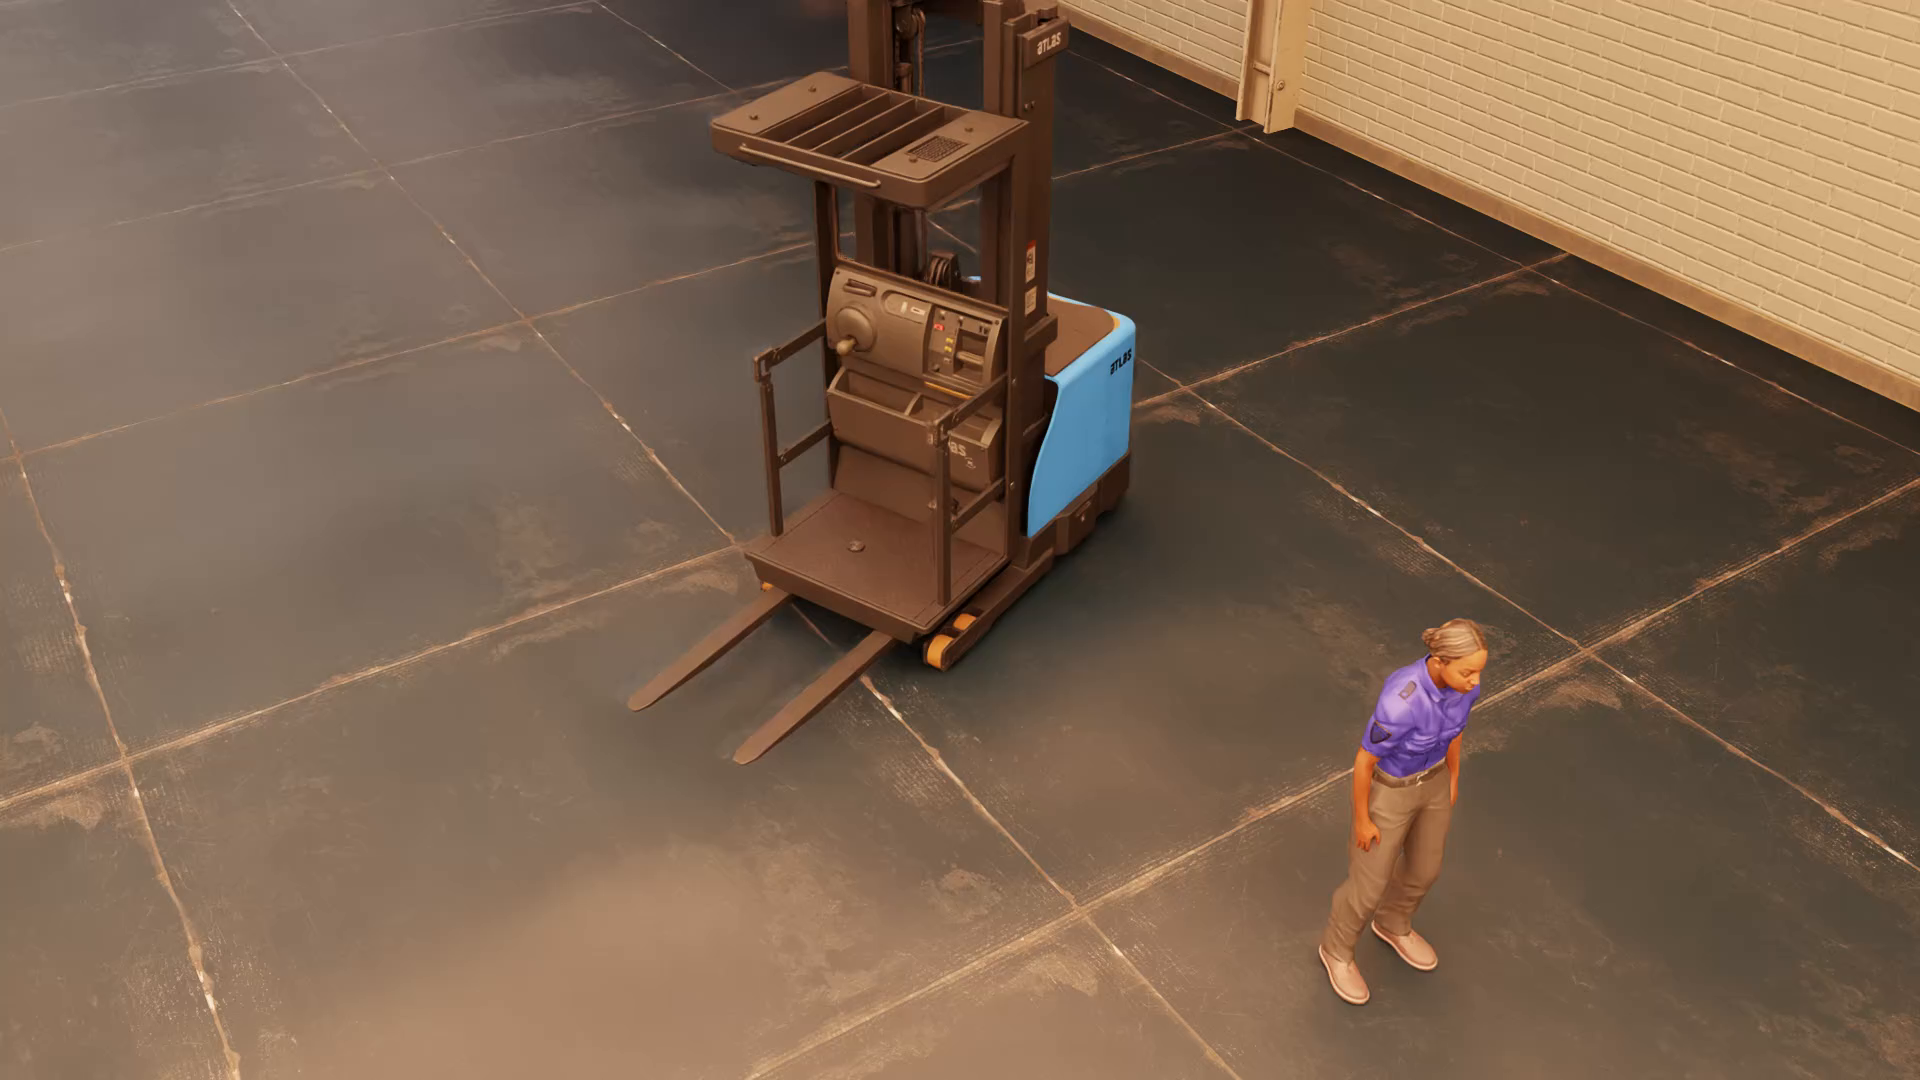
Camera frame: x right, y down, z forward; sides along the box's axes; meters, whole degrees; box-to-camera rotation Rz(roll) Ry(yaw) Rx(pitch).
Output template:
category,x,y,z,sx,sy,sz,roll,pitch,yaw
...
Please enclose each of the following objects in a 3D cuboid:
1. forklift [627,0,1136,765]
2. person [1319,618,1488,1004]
category,x,y,z,sx,sy,sz,roll,pitch,yaw
forklift,-0.335,-0.902,7.431,1.130,2.935,3.031,21,40,27
person,1.598,0.926,5.945,0.505,1.655,0.350,-18,39,-24
